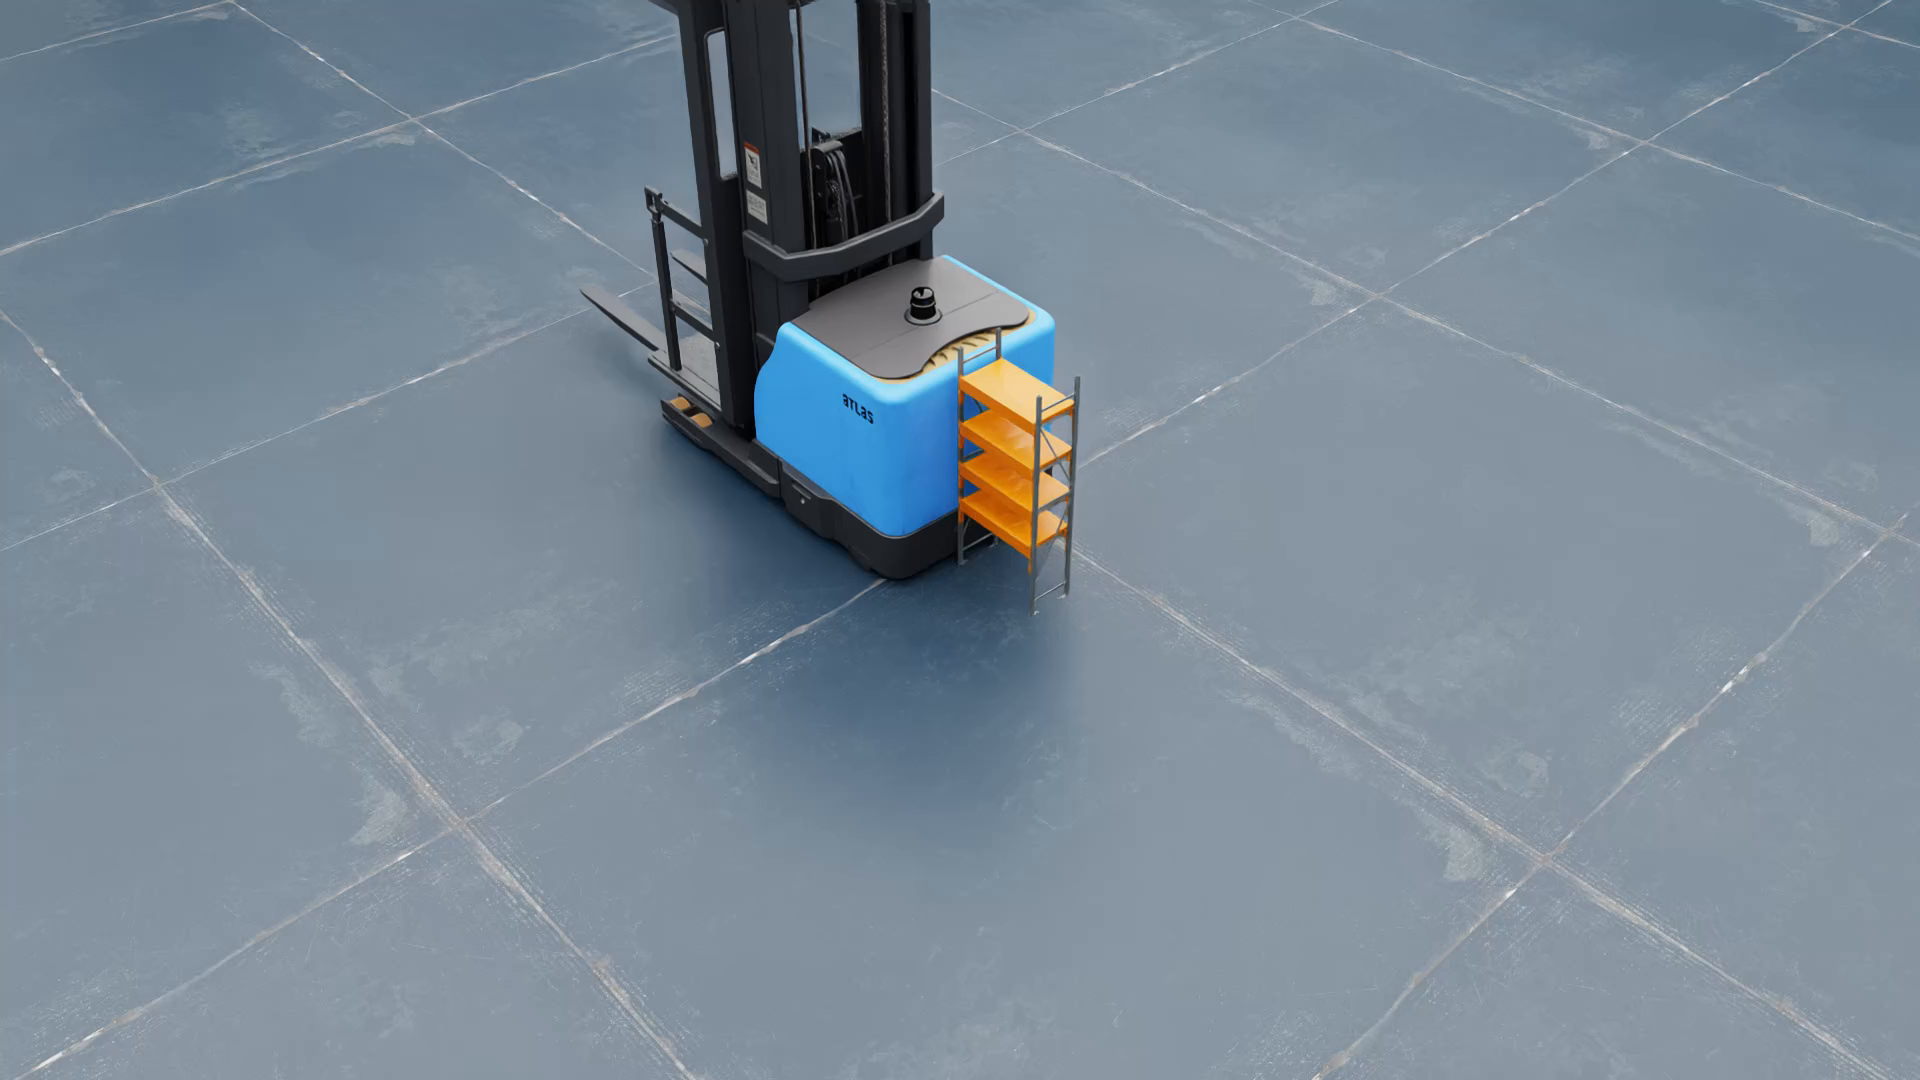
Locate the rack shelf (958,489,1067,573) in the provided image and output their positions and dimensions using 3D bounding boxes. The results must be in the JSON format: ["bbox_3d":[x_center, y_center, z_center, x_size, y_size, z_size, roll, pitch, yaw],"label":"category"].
[{"bbox_3d":[0.246,-0.075,7.519,0.258,0.148,0.480,-29,47,-31],"label":"rack shelf"}]

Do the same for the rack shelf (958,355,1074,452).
[{"bbox_3d":[0.246,-0.588,7.105,0.258,0.148,0.480,-29,47,-31],"label":"rack shelf"}]

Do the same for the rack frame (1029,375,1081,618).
[{"bbox_3d":[0.406,-0.167,7.209,0.240,1.200,0.015,-29,47,-31],"label":"rack frame"}]

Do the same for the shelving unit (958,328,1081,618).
[{"bbox_3d":[0.246,-0.282,7.352,0.258,1.200,0.503,-29,47,-31],"label":"shelving unit"}]

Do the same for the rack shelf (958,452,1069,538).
[{"bbox_3d":[0.246,-0.230,7.395,0.258,0.148,0.480,-29,47,-31],"label":"rack shelf"}]

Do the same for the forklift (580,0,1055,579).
[{"bbox_3d":[-0.899,-1.812,7.869,1.130,2.935,3.031,-29,47,-31],"label":"forklift"}]

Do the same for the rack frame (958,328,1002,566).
[{"bbox_3d":[0.085,-0.398,7.495,0.240,1.200,0.015,-29,47,-31],"label":"rack frame"}]

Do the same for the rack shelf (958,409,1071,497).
[{"bbox_3d":[0.246,-0.404,7.254,0.258,0.148,0.480,-29,47,-31],"label":"rack shelf"}]
